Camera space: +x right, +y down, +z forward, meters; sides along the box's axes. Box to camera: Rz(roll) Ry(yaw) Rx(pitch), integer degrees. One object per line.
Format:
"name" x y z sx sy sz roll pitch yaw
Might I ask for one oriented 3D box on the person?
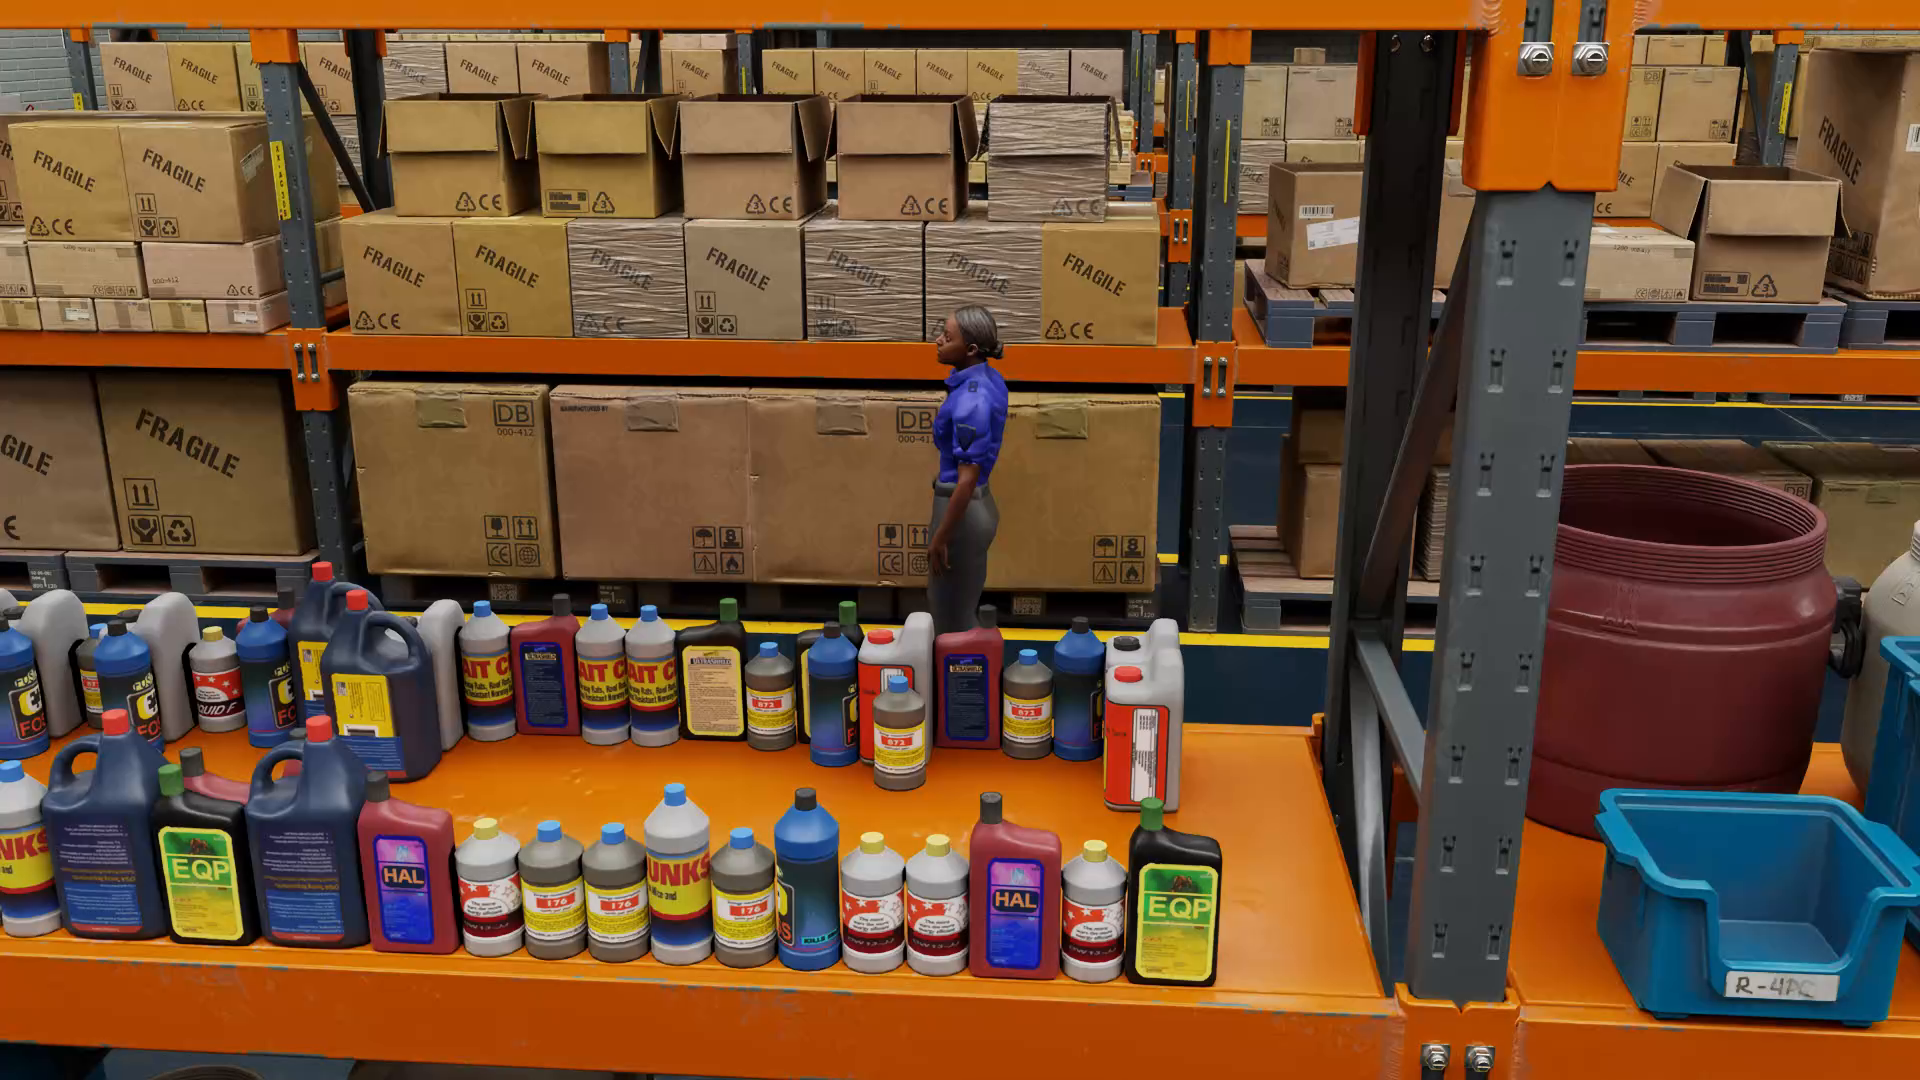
"person" -0.077 -0.072 6.259 0.504 1.654 0.570 2 18 7
